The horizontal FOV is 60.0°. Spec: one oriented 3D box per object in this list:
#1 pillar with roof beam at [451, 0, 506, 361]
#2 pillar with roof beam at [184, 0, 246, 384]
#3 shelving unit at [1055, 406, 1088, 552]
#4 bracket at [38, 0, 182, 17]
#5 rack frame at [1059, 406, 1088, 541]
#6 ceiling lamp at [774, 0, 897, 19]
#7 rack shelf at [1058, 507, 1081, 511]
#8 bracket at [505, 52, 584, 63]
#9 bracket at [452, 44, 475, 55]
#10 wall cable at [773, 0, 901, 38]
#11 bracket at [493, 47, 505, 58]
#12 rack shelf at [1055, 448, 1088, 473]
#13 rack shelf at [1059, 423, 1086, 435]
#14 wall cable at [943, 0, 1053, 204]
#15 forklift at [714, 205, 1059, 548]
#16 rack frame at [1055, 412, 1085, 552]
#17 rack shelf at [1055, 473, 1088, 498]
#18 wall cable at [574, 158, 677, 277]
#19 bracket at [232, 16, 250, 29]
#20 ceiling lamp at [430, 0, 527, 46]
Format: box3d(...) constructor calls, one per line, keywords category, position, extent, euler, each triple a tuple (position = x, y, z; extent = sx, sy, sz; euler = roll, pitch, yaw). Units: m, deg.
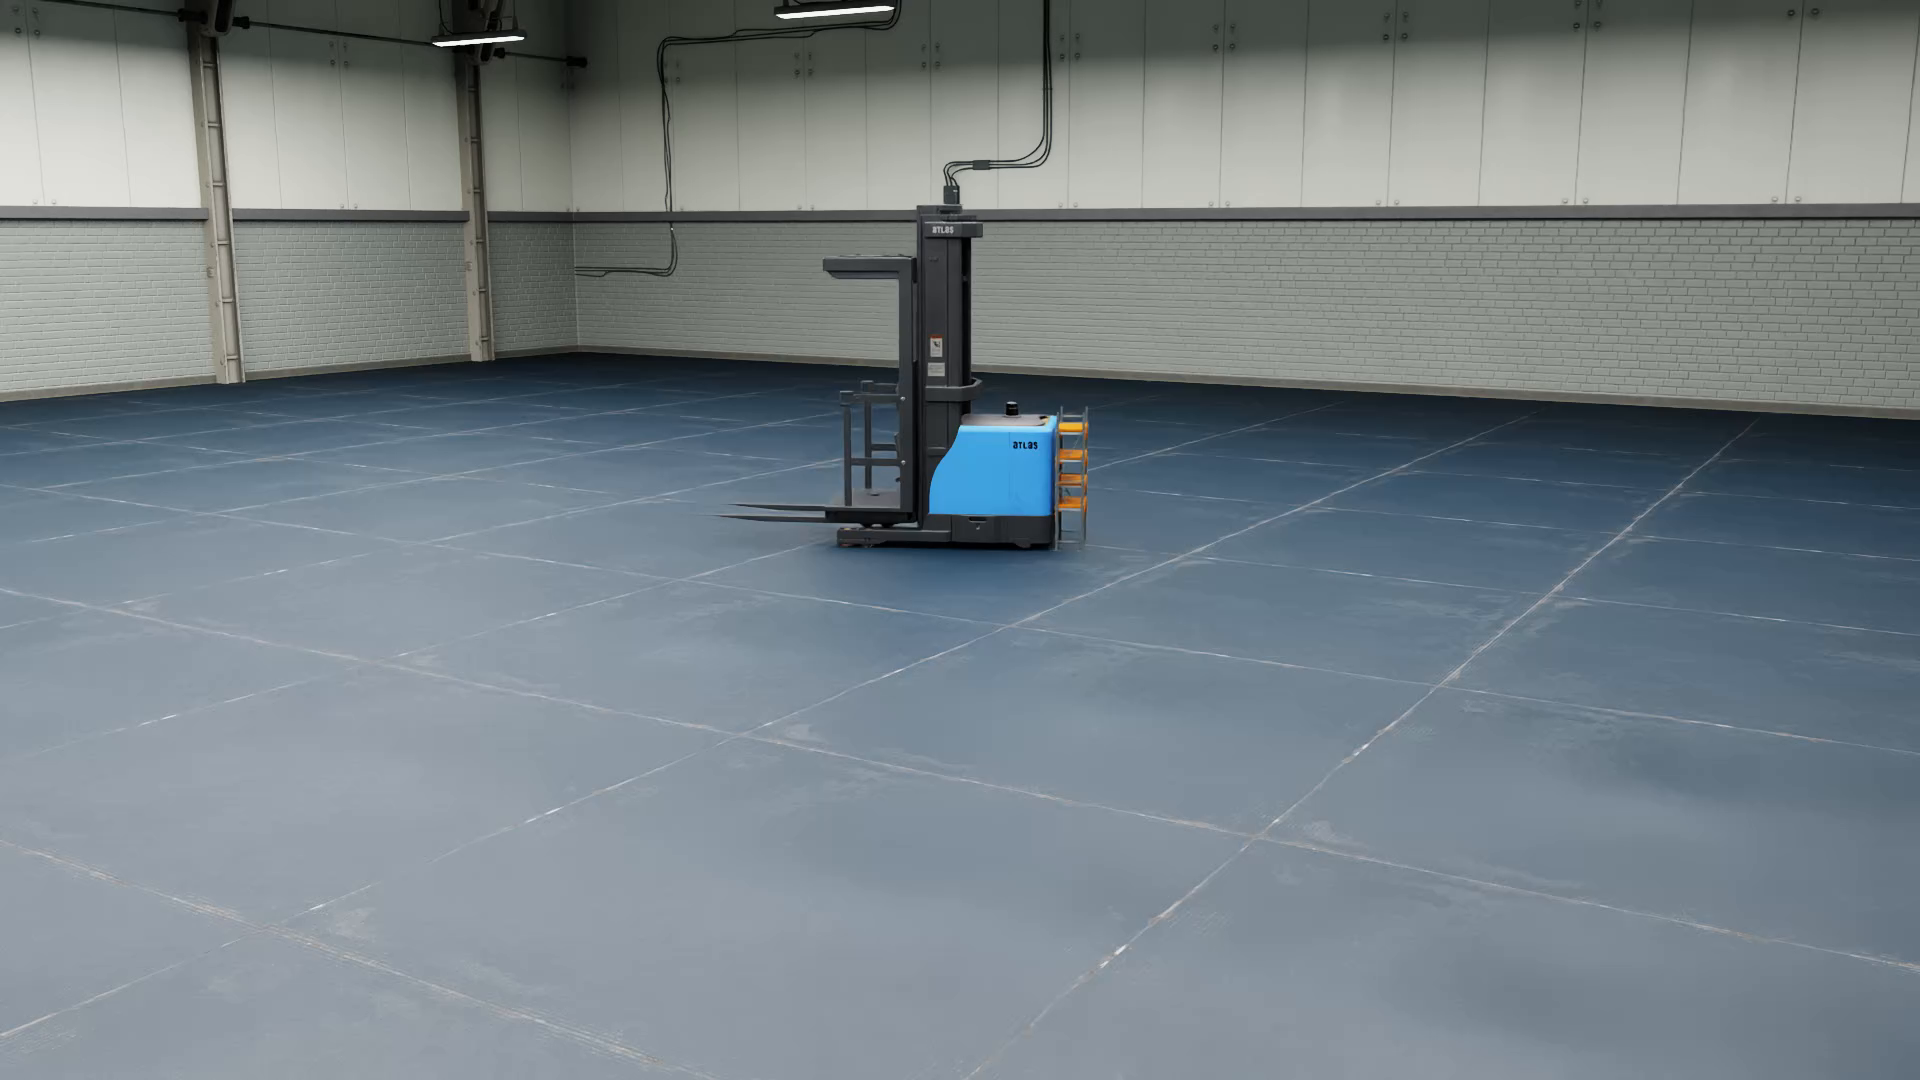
box3d(category="pillar with roof beam", position=(-6.403, -7.805, 32.106), extent=(9.100, 9.000, 0.548), euler=(6, 12, 31))
box3d(category="pillar with roof beam", position=(-9.518, -6.862, 27.066), extent=(9.100, 9.000, 0.400), euler=(6, 12, 31))
box3d(category="shelving unit", position=(0.972, -0.538, 14.483), extent=(0.258, 1.200, 0.503), euler=(1, 11, 7))
box3d(category="bracket", position=(-14.447, -8.538, 26.237), extent=(0.076, 0.066, 4.783), euler=(6, 12, 31))
box3d(category="rack frame", position=(1.003, -0.583, 14.721), extent=(0.240, 1.200, 0.015), euler=(1, 11, 7))
box3d(category="ceiling lamp", position=(-1.713, -9.318, 24.325), extent=(2.000, 3.185, 0.800), euler=(6, 12, 31))
box3d(category="rack shelf", position=(0.972, -0.305, 14.527), extent=(0.199, 0.029, 0.442), euler=(1, 11, 7))
box3d(category="bracket", position=(-8.640, -10.297, 35.634), extent=(0.076, 0.066, 3.189), euler=(6, 12, 31))
box3d(category="bracket", position=(-9.995, -9.887, 33.442), extent=(0.235, 0.232, 0.430), euler=(6, 12, 31))
box3d(category="wall cable", position=(-2.466, -11.191, 32.546), extent=(3.097, 2.526, 0.112), euler=(6, 12, 31))
box3d(category="bracket", position=(-9.564, -10.017, 34.140), extent=(0.235, 0.232, 0.430), euler=(6, 12, 31))
box3d(category="rack shelf", position=(0.973, -0.692, 14.455), extent=(0.258, 0.148, 0.480), euler=(1, 11, 7))
box3d(category="rack shelf", position=(0.973, -0.963, 14.404), extent=(0.221, 0.050, 0.457), euler=(1, 11, 7))
box3d(category="wall cable", position=(0.683, -9.316, 30.932), extent=(2.305, 6.003, 0.169), euler=(6, 12, 31))
box3d(category="forklift", position=(-0.650, -1.468, 14.744), extent=(3.031, 2.935, 1.130), euler=(1, 11, 7))
box3d(category="rack frame", position=(0.942, -0.494, 14.246), extent=(0.240, 1.200, 0.015), euler=(1, 11, 7))
box3d(category="rack shelf", position=(0.972, -0.472, 14.496), extent=(0.258, 0.148, 0.480), euler=(1, 11, 7))
box3d(category="wall cable", position=(-7.423, -7.027, 36.389), extent=(3.097, 2.526, 0.112), euler=(6, 12, 31))
box3d(category="bracket", position=(-12.679, -9.074, 29.099), extent=(0.235, 0.232, 0.430), euler=(6, 12, 31))
box3d(category="ceiling lamp", position=(-8.029, -10.024, 28.096), extent=(2.000, 3.185, 0.800), euler=(6, 12, 31))
